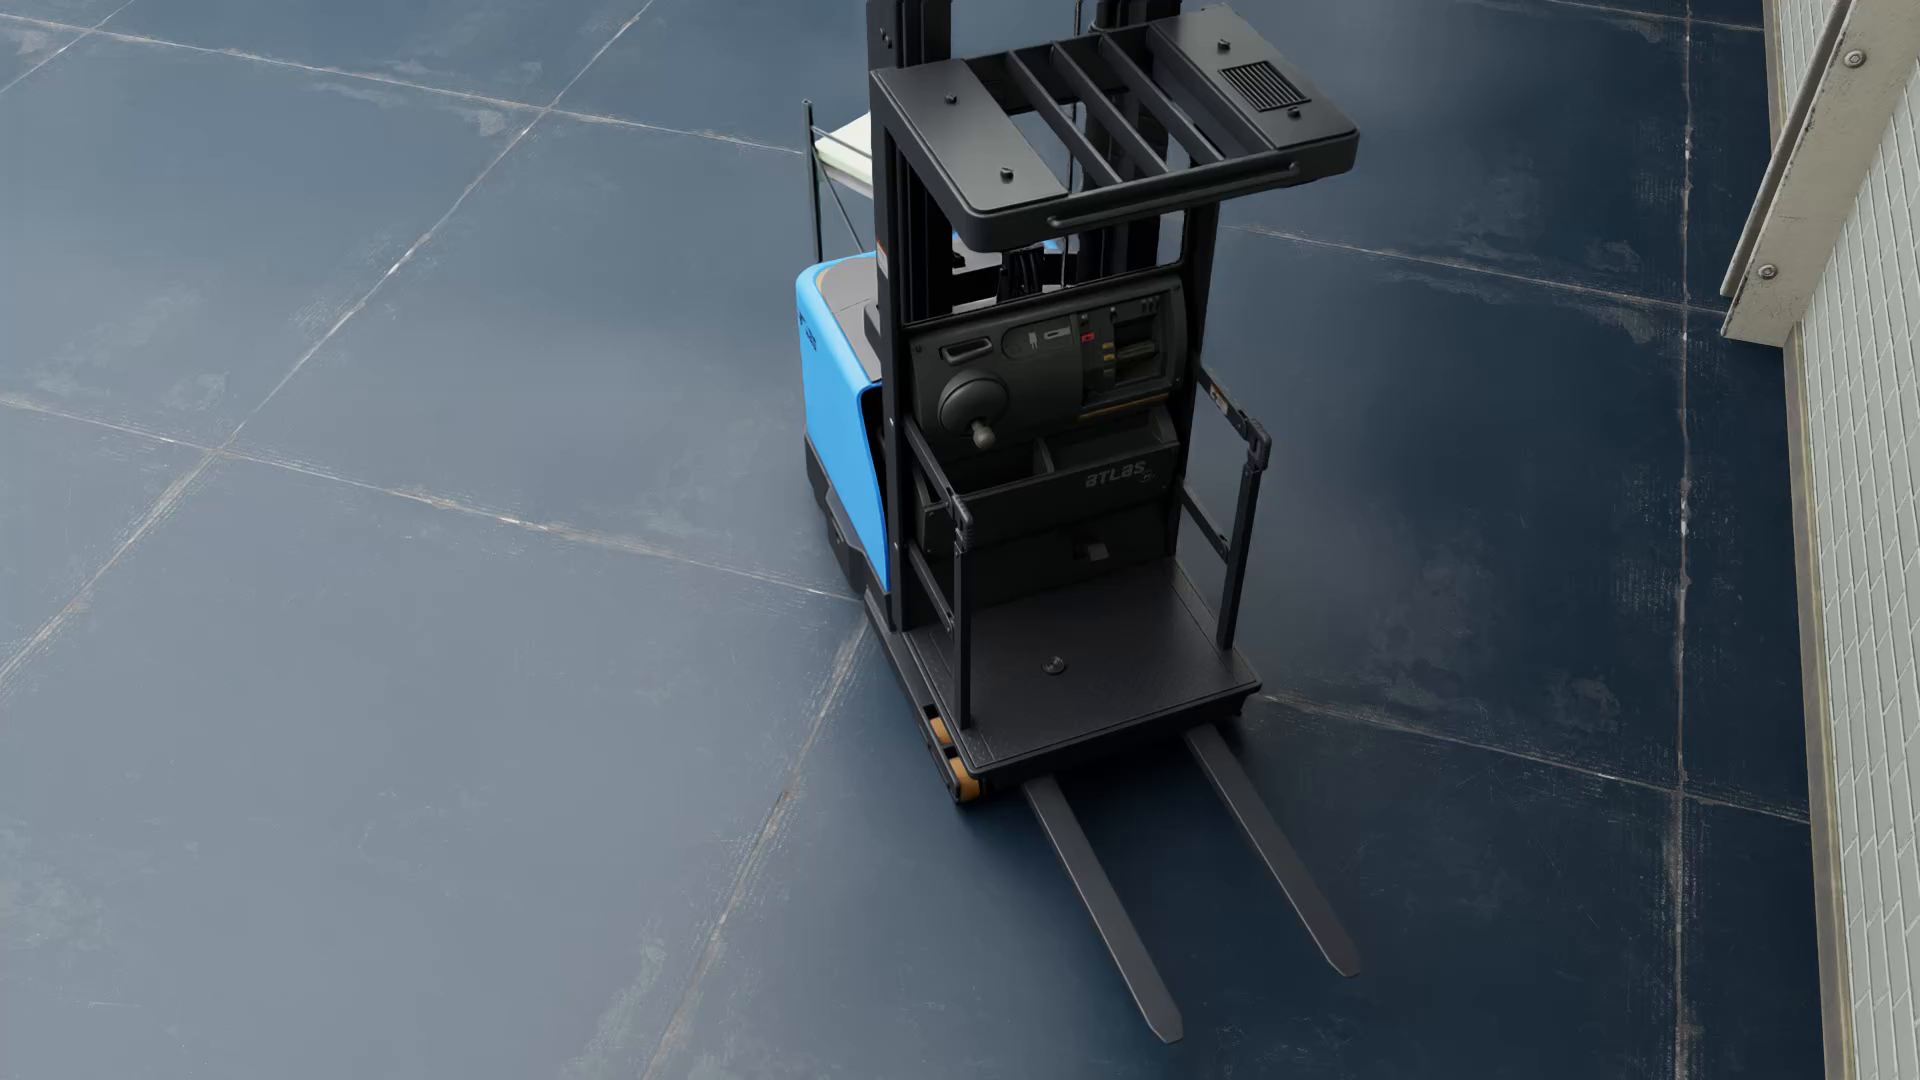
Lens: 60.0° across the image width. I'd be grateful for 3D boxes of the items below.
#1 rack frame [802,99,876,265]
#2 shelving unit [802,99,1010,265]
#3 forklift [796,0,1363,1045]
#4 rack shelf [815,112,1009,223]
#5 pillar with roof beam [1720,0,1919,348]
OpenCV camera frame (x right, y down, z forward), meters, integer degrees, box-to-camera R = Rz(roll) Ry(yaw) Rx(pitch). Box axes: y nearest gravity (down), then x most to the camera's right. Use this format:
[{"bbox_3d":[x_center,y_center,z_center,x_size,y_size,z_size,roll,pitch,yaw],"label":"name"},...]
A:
[{"bbox_3d":[-0.445,-1.039,6.740,0.400,1.500,0.023,32,53,29],"label":"rack frame"},{"bbox_3d":[-0.199,-1.229,6.934,0.431,1.500,0.755,32,53,29],"label":"shelving unit"},{"bbox_3d":[0.371,-0.469,5.134,1.130,2.935,3.031,-15,46,-15],"label":"forklift"},{"bbox_3d":[-0.199,-1.508,6.661,0.431,0.370,0.720,32,53,29],"label":"rack shelf"},{"bbox_3d":[-0.365,-5.172,5.601,9.100,9.000,0.400,13,46,13],"label":"pillar with roof beam"}]
